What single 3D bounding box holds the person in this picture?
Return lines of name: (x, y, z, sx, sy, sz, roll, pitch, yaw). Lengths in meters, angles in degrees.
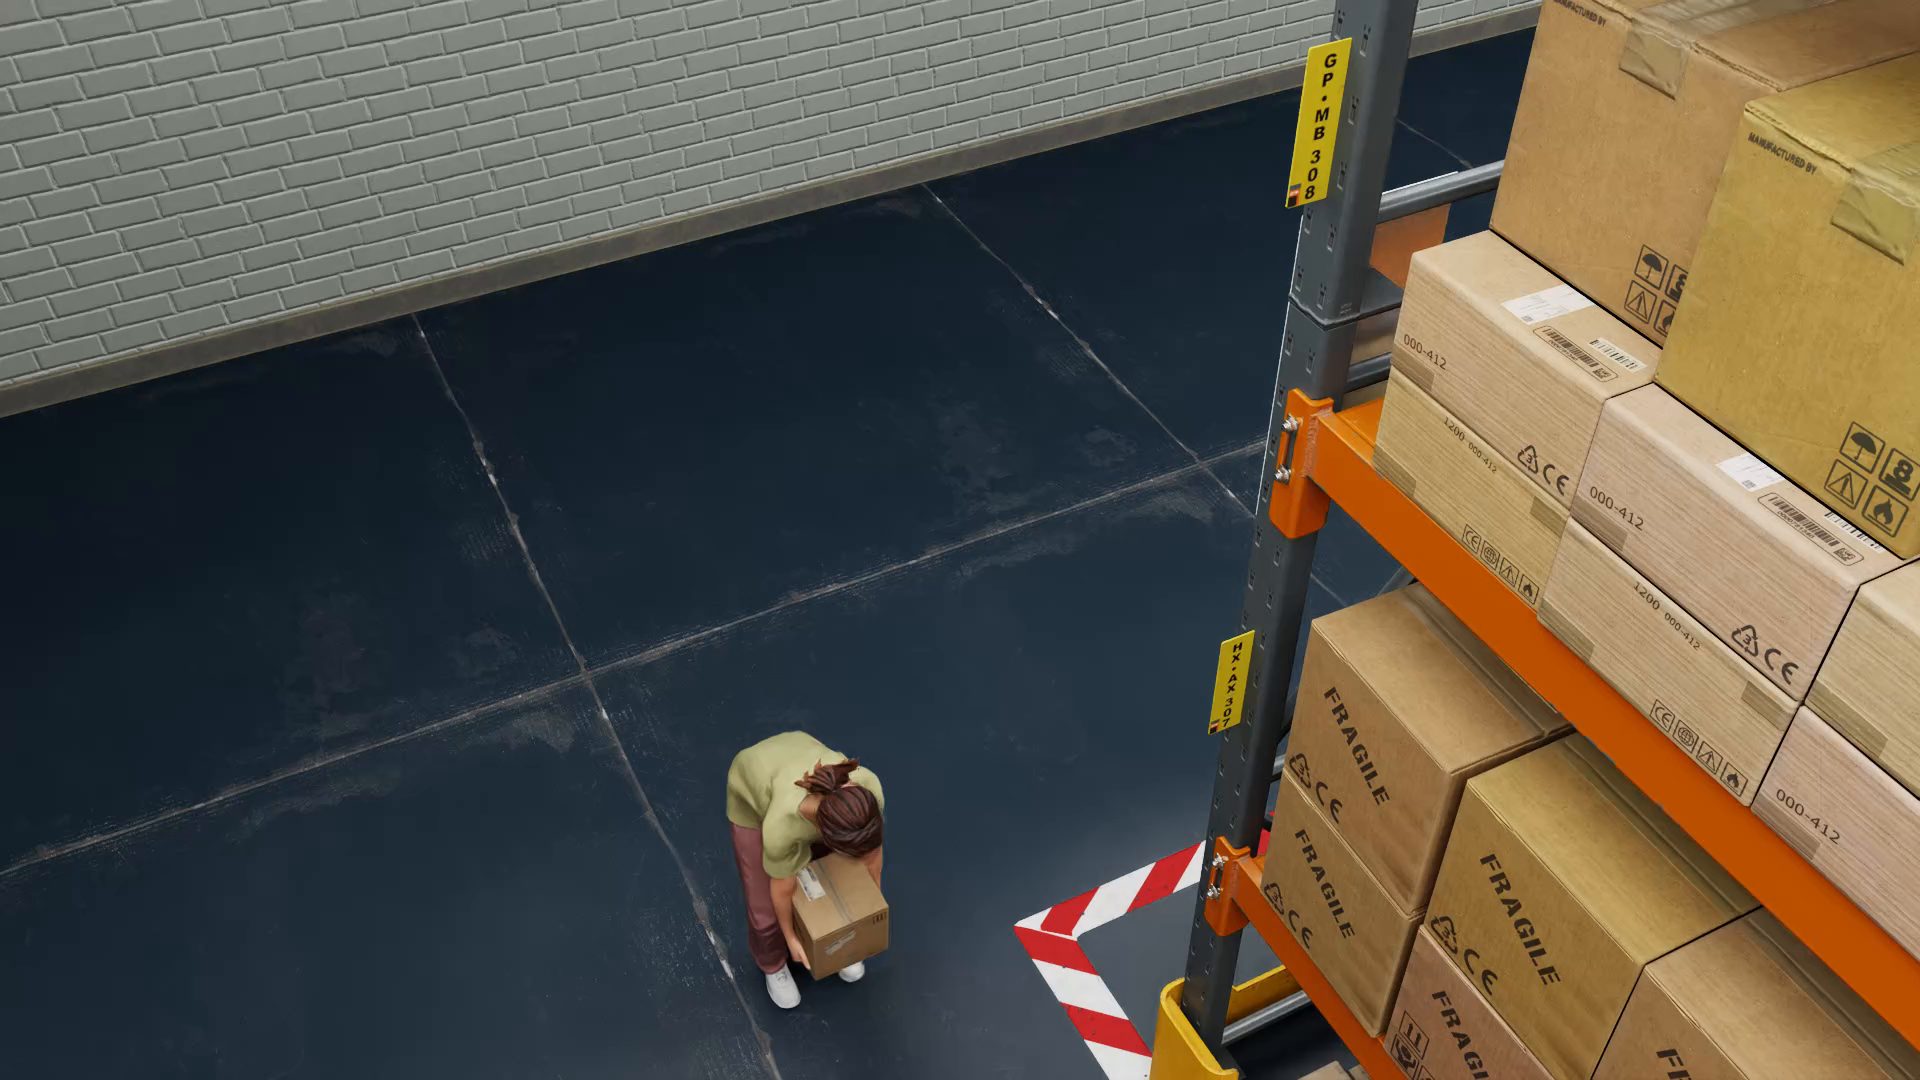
person: (-0.440, 1.060, 5.185, 0.406, 1.380, 0.777, -20, 45, -21)
